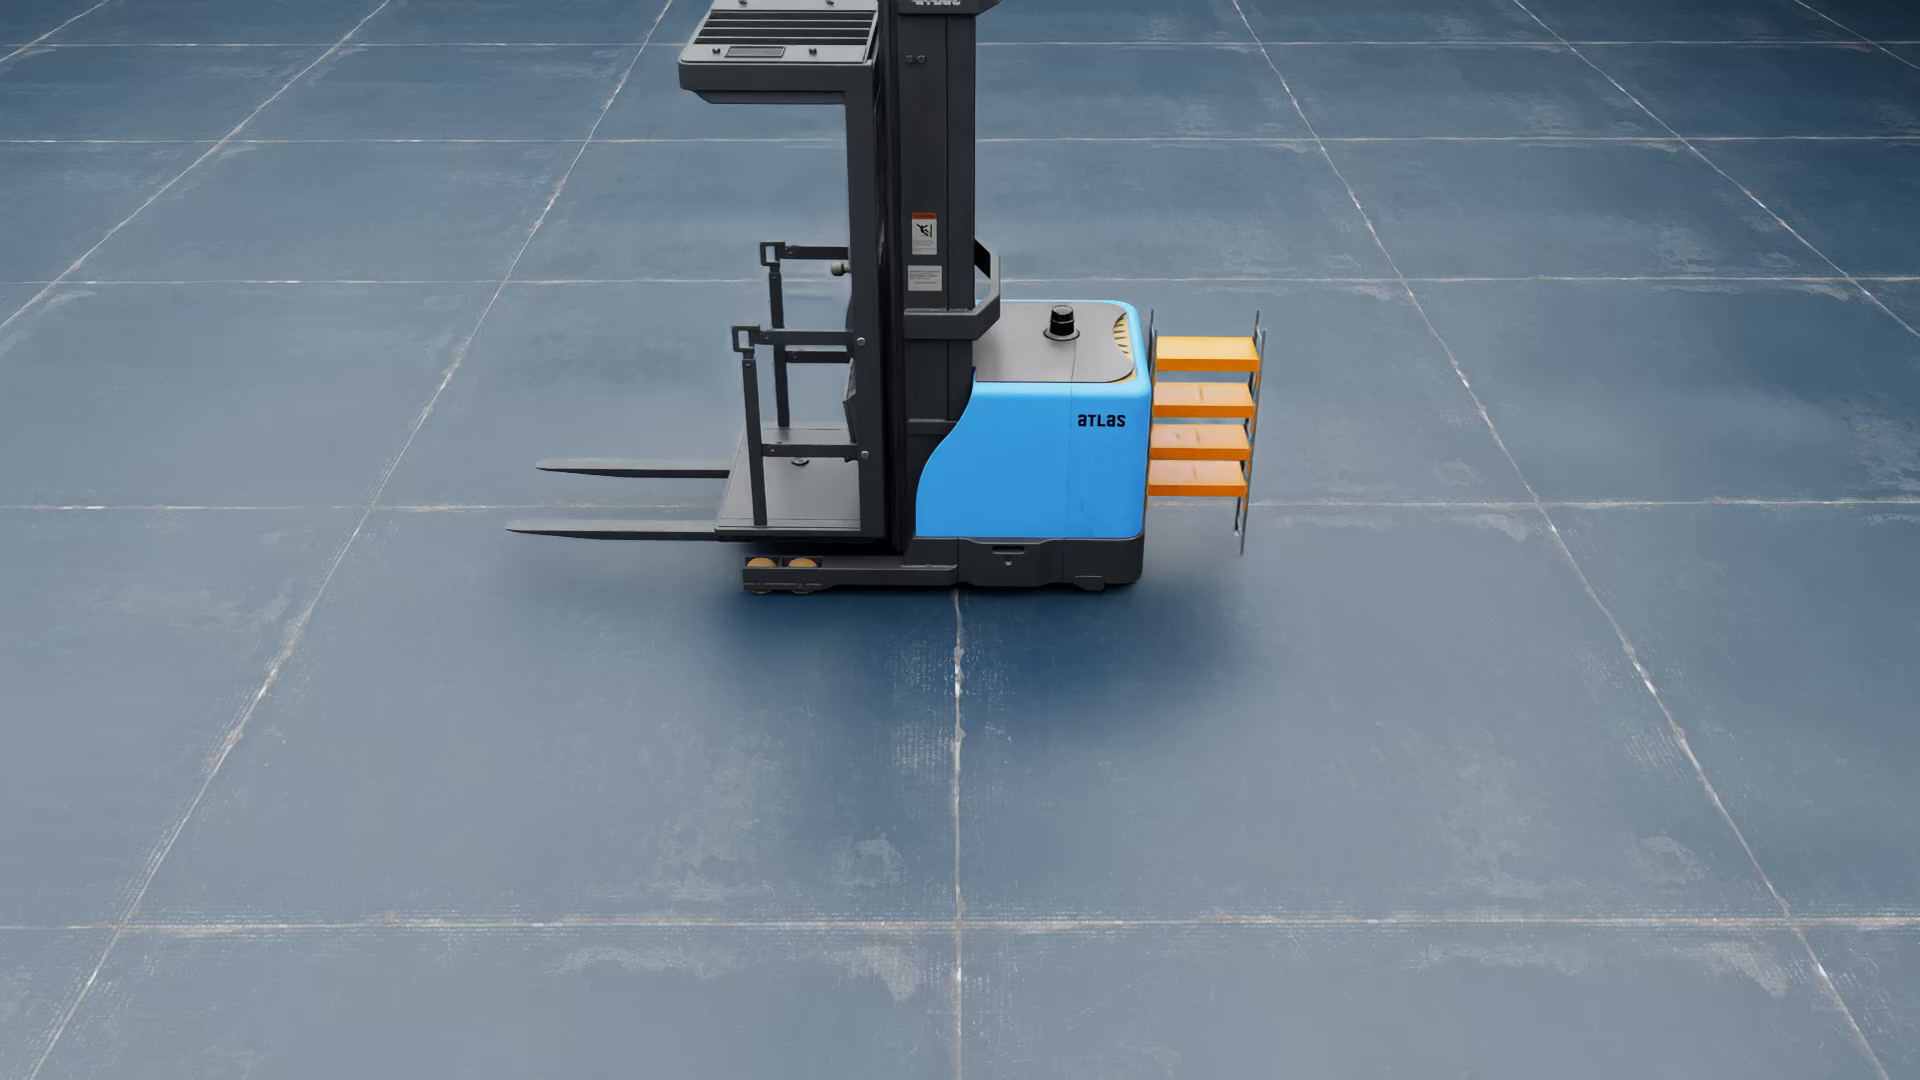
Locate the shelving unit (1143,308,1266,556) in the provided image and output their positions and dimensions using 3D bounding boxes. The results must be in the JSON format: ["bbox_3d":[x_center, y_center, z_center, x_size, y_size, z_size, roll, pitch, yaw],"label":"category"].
[{"bbox_3d":[1.132,-0.497,7.913,0.503,1.200,0.258,1,31,1],"label":"shelving unit"}]

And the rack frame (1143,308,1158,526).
[{"bbox_3d":[0.889,-0.500,7.917,0.015,1.200,0.240,1,31,1],"label":"rack frame"}]

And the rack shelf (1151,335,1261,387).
[{"bbox_3d":[1.132,-0.833,7.709,0.480,0.148,0.258,1,31,1],"label":"rack shelf"}]

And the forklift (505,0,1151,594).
[{"bbox_3d":[-0.646,-1.273,7.523,3.031,2.935,1.130,1,31,1],"label":"forklift"}]

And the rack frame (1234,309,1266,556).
[{"bbox_3d":[1.376,-0.495,7.909,0.015,1.200,0.240,1,31,1],"label":"rack frame"}]

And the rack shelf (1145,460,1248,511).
[{"bbox_3d":[1.132,-0.270,8.051,0.480,0.148,0.258,1,31,1],"label":"rack shelf"}]

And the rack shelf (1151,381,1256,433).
[{"bbox_3d":[1.132,-0.631,7.832,0.480,0.148,0.258,1,31,1],"label":"rack shelf"}]

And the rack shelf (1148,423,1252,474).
[{"bbox_3d":[1.132,-0.440,7.948,0.480,0.148,0.258,1,31,1],"label":"rack shelf"}]
